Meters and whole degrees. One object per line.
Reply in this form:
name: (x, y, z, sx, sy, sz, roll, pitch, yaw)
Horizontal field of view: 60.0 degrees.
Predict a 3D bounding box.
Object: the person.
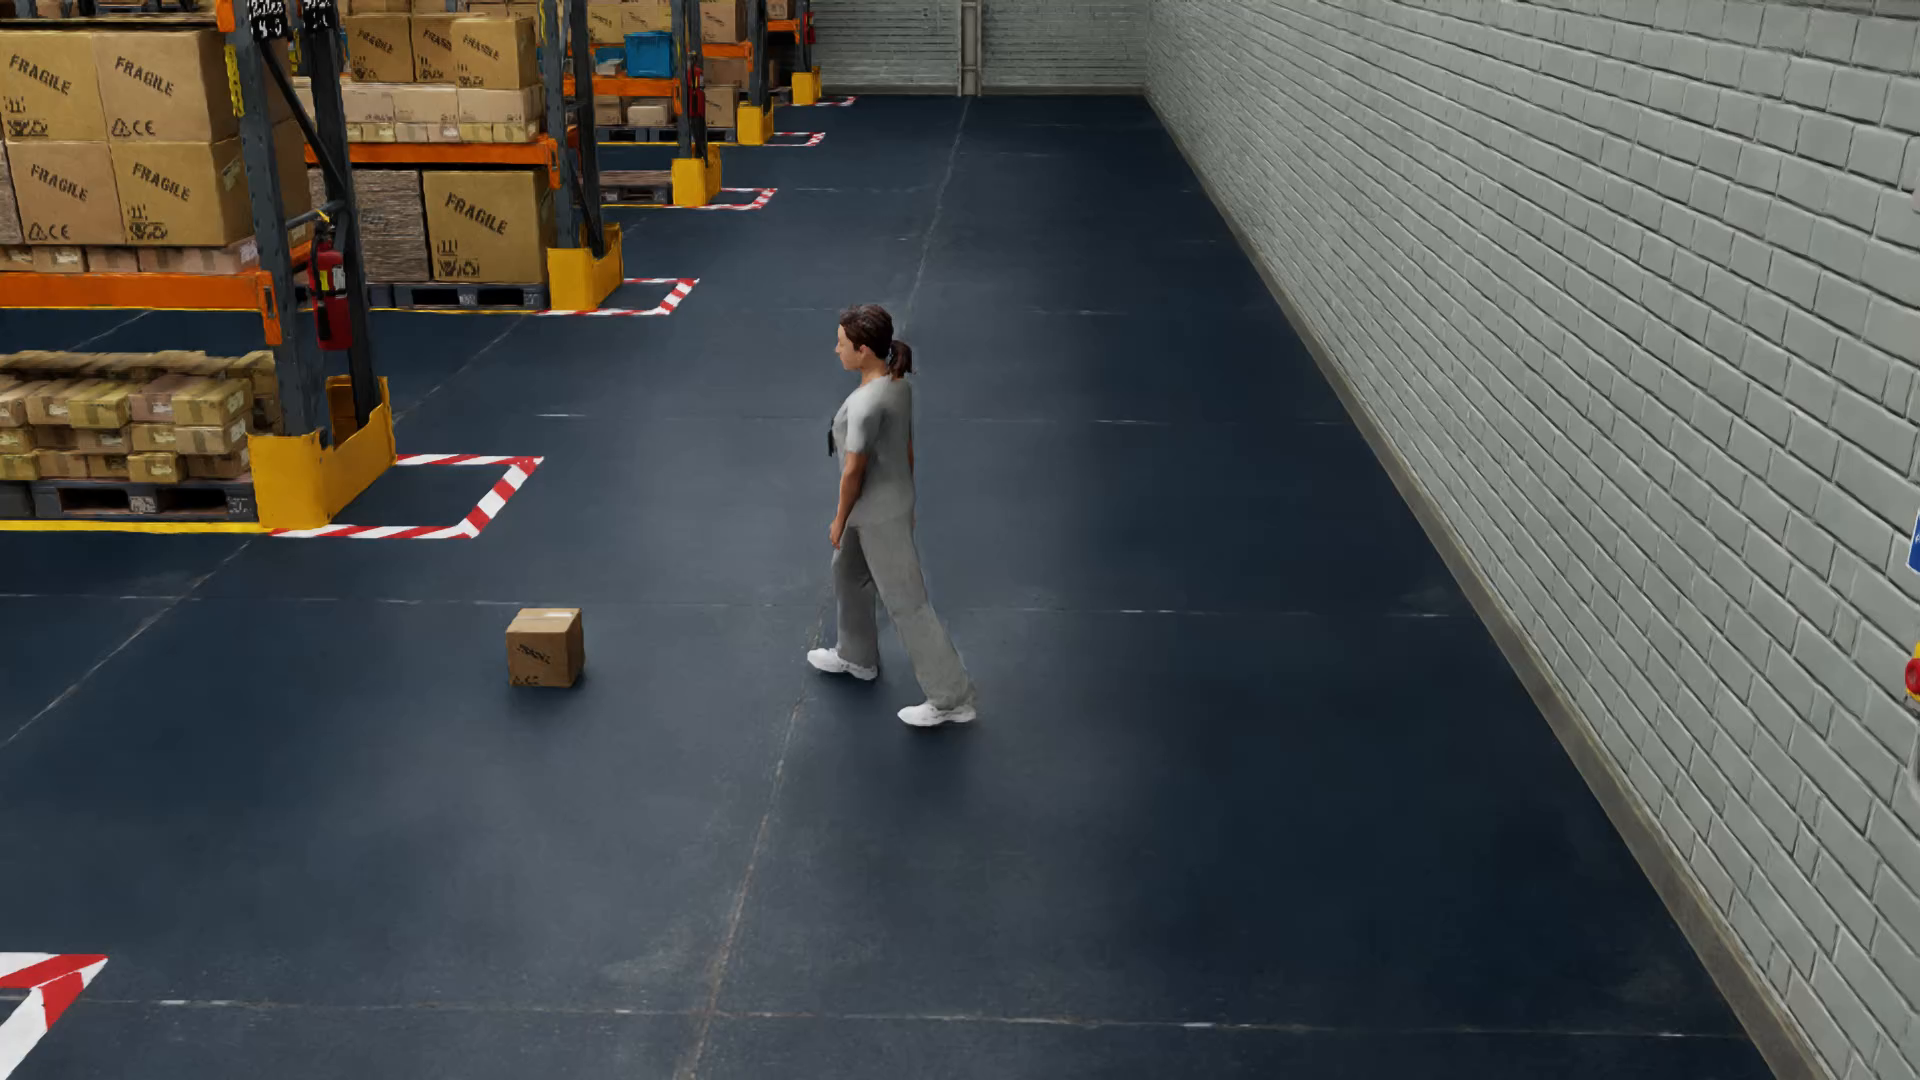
person: (-0.292, -0.117, 6.429, 0.788, 1.629, 0.534, 4, 21, 11)
